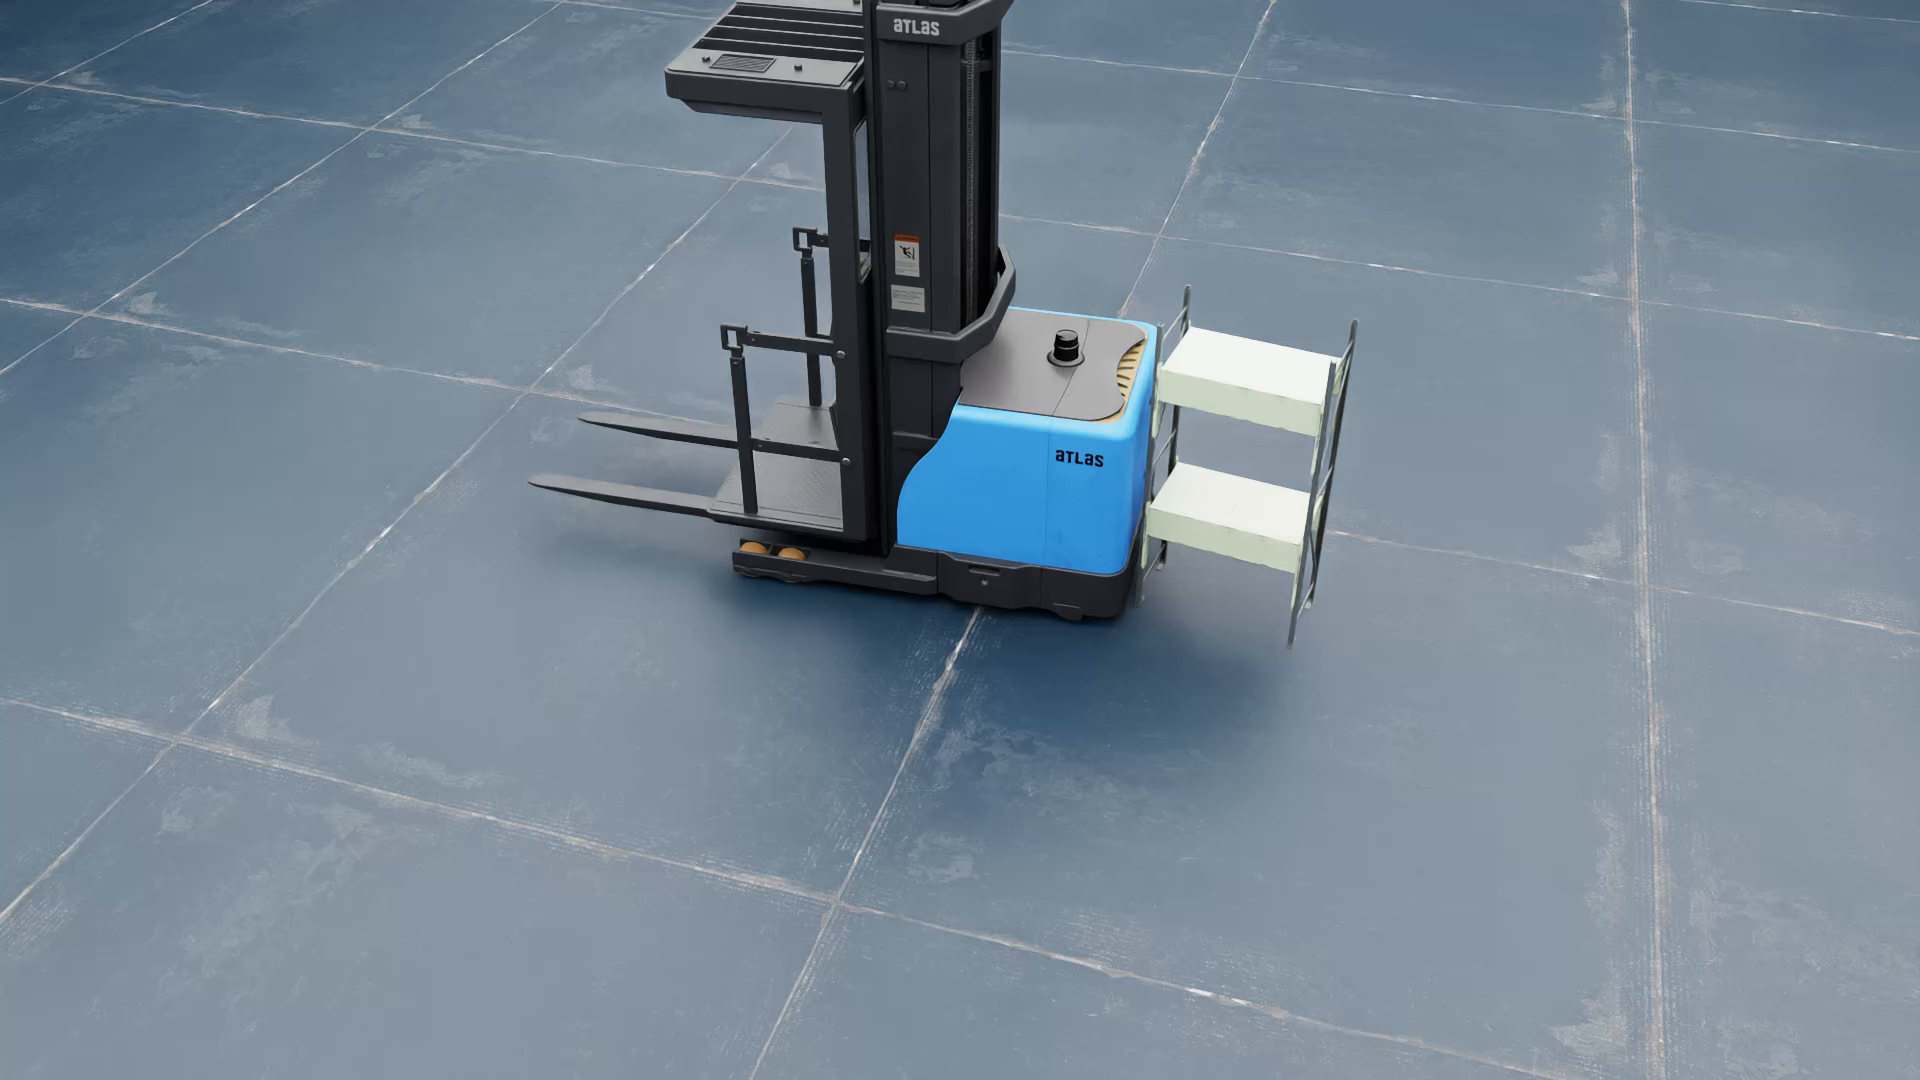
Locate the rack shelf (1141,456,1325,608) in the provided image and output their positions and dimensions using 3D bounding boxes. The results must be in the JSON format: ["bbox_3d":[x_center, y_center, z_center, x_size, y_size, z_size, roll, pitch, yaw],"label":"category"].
[{"bbox_3d":[1.247,-0.044,7.594,0.720,0.370,0.431,15,39,19],"label":"rack shelf"}]

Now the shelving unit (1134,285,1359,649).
[{"bbox_3d":[1.248,-0.306,7.400,0.755,1.500,0.431,15,39,19],"label":"shelving unit"}]

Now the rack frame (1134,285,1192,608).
[{"bbox_3d":[0.914,-0.396,7.522,0.023,1.500,0.400,15,39,19],"label":"rack frame"}]

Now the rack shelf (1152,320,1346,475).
[{"bbox_3d":[1.248,-0.620,7.169,0.720,0.370,0.431,15,39,19],"label":"rack shelf"}]

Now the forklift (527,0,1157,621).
[{"bbox_3d":[-0.606,-1.269,7.502,3.031,2.935,1.130,8,37,11],"label":"forklift"}]

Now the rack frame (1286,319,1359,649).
[{"bbox_3d":[1.581,-0.216,7.279,0.023,1.500,0.400,15,39,19],"label":"rack frame"}]
